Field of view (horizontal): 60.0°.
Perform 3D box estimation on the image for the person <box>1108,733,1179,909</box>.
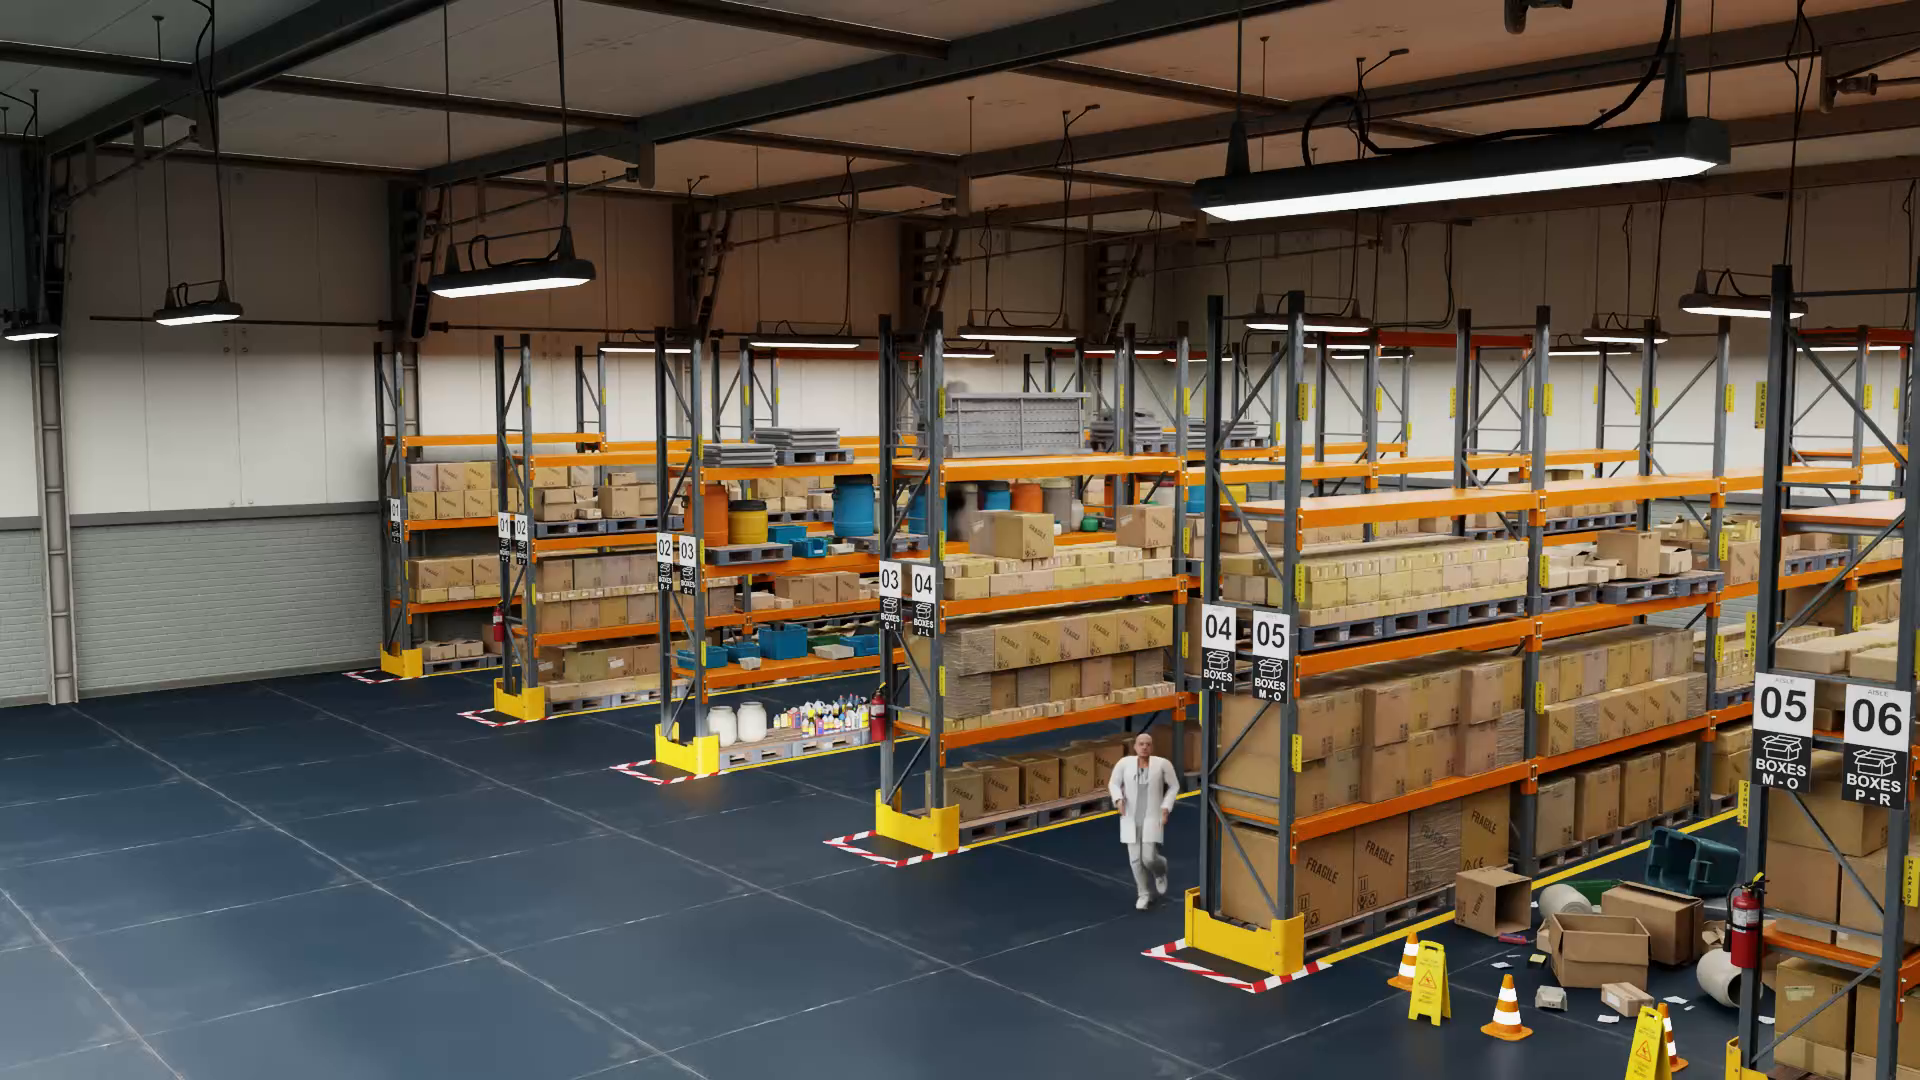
[{"bbox_3d":[1.819,2.791,16.617,0.702,1.749,0.679,1,5,15],"label":"person"}]
